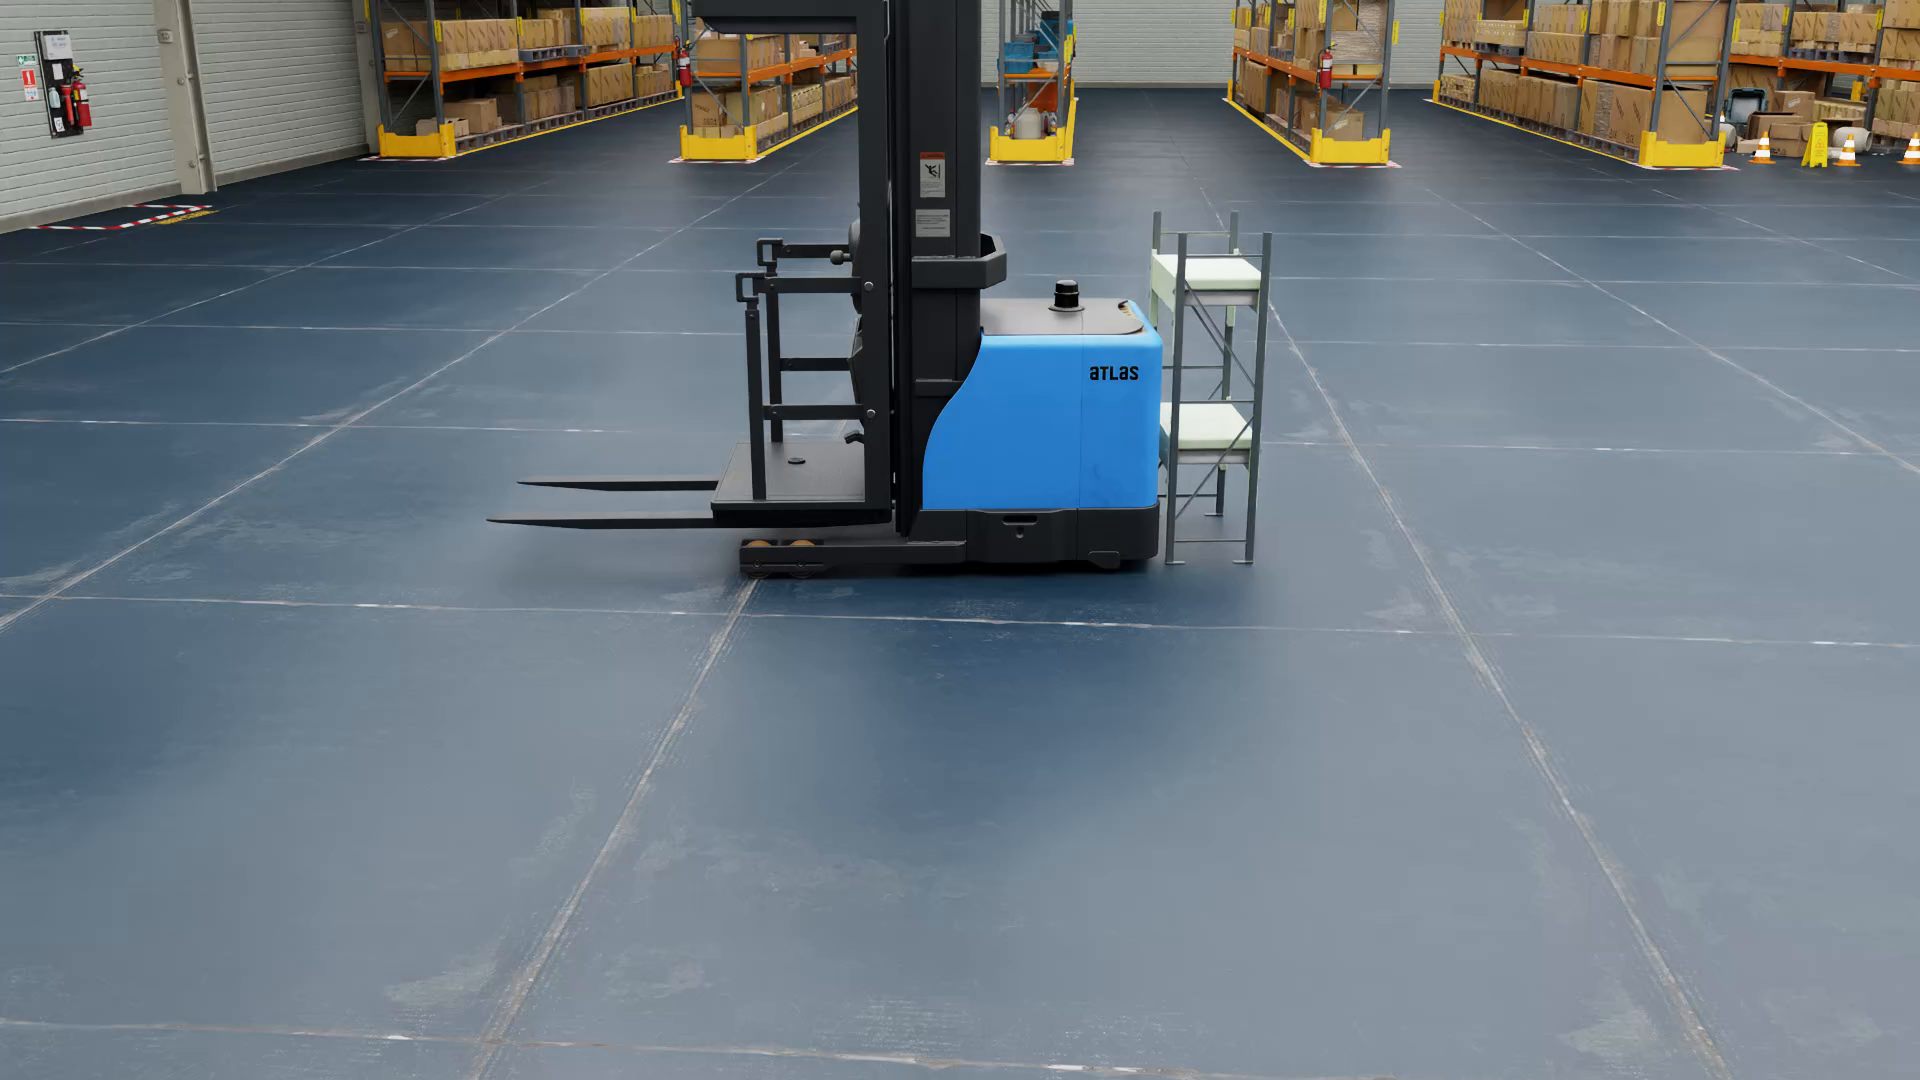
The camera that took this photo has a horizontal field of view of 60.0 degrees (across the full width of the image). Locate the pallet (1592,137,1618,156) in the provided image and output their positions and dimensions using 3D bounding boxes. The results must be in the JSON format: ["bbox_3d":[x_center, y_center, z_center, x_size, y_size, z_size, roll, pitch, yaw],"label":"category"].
[{"bbox_3d":[11.056,-6.454,27.282,1.003,0.211,1.213,1,18,4],"label":"pallet"}]

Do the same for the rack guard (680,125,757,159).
[{"bbox_3d":[-3.836,-6.321,26.410,1.175,0.500,0.348,1,18,4],"label":"rack guard"}]

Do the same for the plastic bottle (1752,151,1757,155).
[{"bbox_3d":[12.975,-6.283,27.000,0.133,0.061,0.283,-5,19,-15],"label":"plastic bottle"}]

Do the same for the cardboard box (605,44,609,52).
[{"bbox_3d":[-7.822,-10.655,35.995,0.380,0.149,0.250,2,18,6],"label":"cardboard box"}]

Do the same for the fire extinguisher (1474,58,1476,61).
[{"bbox_3d":[12.612,-11.975,40.374,0.296,0.674,0.183,1,18,4],"label":"fire extinguisher"}]

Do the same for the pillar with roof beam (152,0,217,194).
[{"bbox_3d":[-5.724,-8.753,20.185,9.100,9.000,0.400,1,18,4],"label":"pillar with roof beam"}]

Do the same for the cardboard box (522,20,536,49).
[{"bbox_3d":[-8.371,-9.455,31.094,0.700,0.500,0.500,3,18,10],"label":"cardboard box"}]

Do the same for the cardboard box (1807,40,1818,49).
[{"bbox_3d":[16.136,-9.284,31.170,0.380,0.149,0.250,1,18,4],"label":"cardboard box"}]

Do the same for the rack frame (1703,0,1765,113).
[{"bbox_3d":[16.791,-10.799,36.064,1.000,3.000,0.127,1,18,4],"label":"rack frame"}]

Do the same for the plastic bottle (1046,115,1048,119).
[{"bbox_3d":[1.493,-7.193,28.713,0.061,0.283,0.133,1,18,4],"label":"plastic bottle"}]

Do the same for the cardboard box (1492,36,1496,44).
[{"bbox_3d":[11.250,-10.363,34.460,0.380,0.149,0.250,0,18,1],"label":"cardboard box"}]

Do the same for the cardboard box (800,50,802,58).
[{"bbox_3d":[-3.296,-9.484,32.453,0.380,0.149,0.250,3,18,8],"label":"cardboard box"}]

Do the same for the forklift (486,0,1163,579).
[{"bbox_3d":[-0.630,-1.388,7.452,3.031,2.935,1.130,0,18,-1],"label":"forklift"}]

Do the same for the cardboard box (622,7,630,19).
[{"bbox_3d":[-7.693,-11.756,37.109,0.500,0.250,0.500,2,18,5],"label":"cardboard box"}]

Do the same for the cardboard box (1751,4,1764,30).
[{"bbox_3d":[16.351,-10.560,33.566,0.500,0.500,0.500,1,18,4],"label":"cardboard box"}]

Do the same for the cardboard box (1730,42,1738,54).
[{"bbox_3d":[16.408,-10.278,34.713,0.500,0.250,0.500,1,18,3],"label":"cardboard box"}]

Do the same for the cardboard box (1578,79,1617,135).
[{"bbox_3d":[11.158,-7.390,28.397,0.875,0.875,0.875,2,18,5],"label":"cardboard box"}]

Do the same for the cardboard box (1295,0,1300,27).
[{"bbox_3d":[6.047,-9.066,28.529,0.500,0.500,0.500,1,18,4],"label":"cardboard box"}]

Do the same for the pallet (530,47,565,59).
[{"bbox_3d":[-8.303,-9.403,32.111,1.003,0.211,1.213,1,18,4],"label":"pallet"}]

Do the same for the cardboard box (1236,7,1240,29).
[{"bbox_3d":[6.854,-12.391,39.480,0.500,0.500,0.500,1,18,3],"label":"cardboard box"}]

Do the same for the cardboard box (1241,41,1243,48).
[{"bbox_3d":[6.713,-11.481,38.549,0.380,0.149,0.250,2,18,5],"label":"cardboard box"}]

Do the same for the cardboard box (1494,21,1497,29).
[{"bbox_3d":[11.252,-10.644,34.363,0.380,0.149,0.250,2,18,6],"label":"cardboard box"}]

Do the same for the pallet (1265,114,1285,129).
[{"bbox_3d":[6.562,-8.211,32.641,1.003,0.211,1.213,1,18,4],"label":"pallet"}]

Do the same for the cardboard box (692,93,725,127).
[{"bbox_3d":[-4.092,-6.938,26.818,0.500,0.500,0.500,1,18,4],"label":"cardboard box"}]

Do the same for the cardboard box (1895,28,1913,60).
[{"bbox_3d":[15.895,-8.217,27.544,0.500,0.500,0.500,1,18,4],"label":"cardboard box"}]

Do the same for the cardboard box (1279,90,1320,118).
[{"bbox_3d":[6.565,-8.418,32.105,0.700,0.500,0.500,0,18,-1],"label":"cardboard box"}]

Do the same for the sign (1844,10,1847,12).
[{"bbox_3d":[17.046,-10.060,32.077,0.100,0.325,0.005,1,18,4],"label":"sign"}]

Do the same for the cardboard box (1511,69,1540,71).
[{"bbox_3d":[11.995,-9.850,35.303,0.500,0.250,0.500,2,18,7],"label":"cardboard box"}]

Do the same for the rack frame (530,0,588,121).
[{"bbox_3d":[-8.202,-10.110,33.960,1.000,3.000,0.127,1,18,4],"label":"rack frame"}]

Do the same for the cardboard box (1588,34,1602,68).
[{"bbox_3d":[11.259,-8.350,28.349,0.875,0.550,0.550,1,18,4],"label":"cardboard box"}]

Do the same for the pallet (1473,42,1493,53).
[{"bbox_3d":[11.647,-10.553,35.621,1.003,0.211,1.213,1,18,4],"label":"pallet"}]

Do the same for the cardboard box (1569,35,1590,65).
[{"bbox_3d":[11.044,-8.609,29.220,0.500,0.500,0.500,1,18,4],"label":"cardboard box"}]

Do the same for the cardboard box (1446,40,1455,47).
[{"bbox_3d":[11.734,-11.746,39.356,0.380,0.149,0.250,1,18,2],"label":"cardboard box"}]

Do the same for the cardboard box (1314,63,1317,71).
[{"bbox_3d":[5.934,-7.656,26.874,0.380,0.149,0.250,1,18,4],"label":"cardboard box"}]

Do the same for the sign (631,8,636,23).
[{"bbox_3d":[-7.373,-11.856,37.556,0.100,0.325,0.005,1,18,4],"label":"sign"}]

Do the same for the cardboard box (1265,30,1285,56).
[{"bbox_3d":[6.408,-9.985,33.417,0.500,0.500,0.500,2,18,6],"label":"cardboard box"}]

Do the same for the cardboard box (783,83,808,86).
[{"bbox_3d":[-3.428,-9.318,34.849,0.500,0.500,0.500,2,18,6],"label":"cardboard box"}]

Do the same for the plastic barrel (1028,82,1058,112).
[{"bbox_3d":[1.698,-9.209,34.022,0.600,0.830,0.708,1,18,4],"label":"plastic barrel"}]

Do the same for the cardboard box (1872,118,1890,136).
[{"bbox_3d":[15.906,-7.030,28.303,0.500,0.250,0.500,0,18,1],"label":"cardboard box"}]

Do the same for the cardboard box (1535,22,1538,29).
[{"bbox_3d":[11.844,-10.380,33.558,0.380,0.149,0.250,1,18,2],"label":"cardboard box"}]

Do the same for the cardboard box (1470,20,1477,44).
[{"bbox_3d":[11.600,-11.224,36.721,0.500,0.500,0.500,1,18,4],"label":"cardboard box"}]

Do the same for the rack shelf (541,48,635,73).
[{"bbox_3d":[-8.058,-10.389,35.968,1.077,0.370,4.000,1,18,4],"label":"rack shelf"}]

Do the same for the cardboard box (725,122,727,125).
[{"bbox_3d":[-4.067,-6.738,27.409,0.500,0.250,0.500,1,18,4],"label":"cardboard box"}]

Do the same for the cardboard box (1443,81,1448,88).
[{"bbox_3d":[11.764,-10.866,39.694,0.380,0.149,0.250,1,18,4],"label":"cardboard box"}]

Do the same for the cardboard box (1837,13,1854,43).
[{"bbox_3d":[16.099,-9.166,29.766,0.500,0.500,0.500,2,18,6],"label":"cardboard box"}]

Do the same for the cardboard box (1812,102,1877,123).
[{"bbox_3d":[16.349,-7.868,30.663,0.950,0.372,0.625,2,18,6],"label":"cardboard box"}]

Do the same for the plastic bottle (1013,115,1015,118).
[{"bbox_3d":[0.934,-7.213,28.792,0.097,0.271,0.097,0,18,0],"label":"plastic bottle"}]

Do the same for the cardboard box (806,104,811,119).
[{"bbox_3d":[-3.162,-8.249,32.020,0.500,0.250,0.500,2,18,5],"label":"cardboard box"}]

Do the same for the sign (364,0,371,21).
[{"bbox_3d":[-9.327,-8.344,26.205,0.100,0.325,0.005,1,18,4],"label":"sign"}]

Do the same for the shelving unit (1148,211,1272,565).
[{"bbox_3d":[1.125,-0.720,7.712,0.431,1.500,0.755,-1,18,-2],"label":"shelving unit"}]

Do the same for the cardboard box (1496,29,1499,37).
[{"bbox_3d":[11.231,-10.422,34.163,0.380,0.149,0.250,2,18,5],"label":"cardboard box"}]

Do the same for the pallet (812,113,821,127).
[{"bbox_3d":[-3.359,-8.421,33.283,1.003,0.211,1.213,1,18,4],"label":"pallet"}]

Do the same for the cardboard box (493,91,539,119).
[{"bbox_3d":[-8.465,-8.279,31.681,0.700,0.500,0.500,1,18,3],"label":"cardboard box"}]
